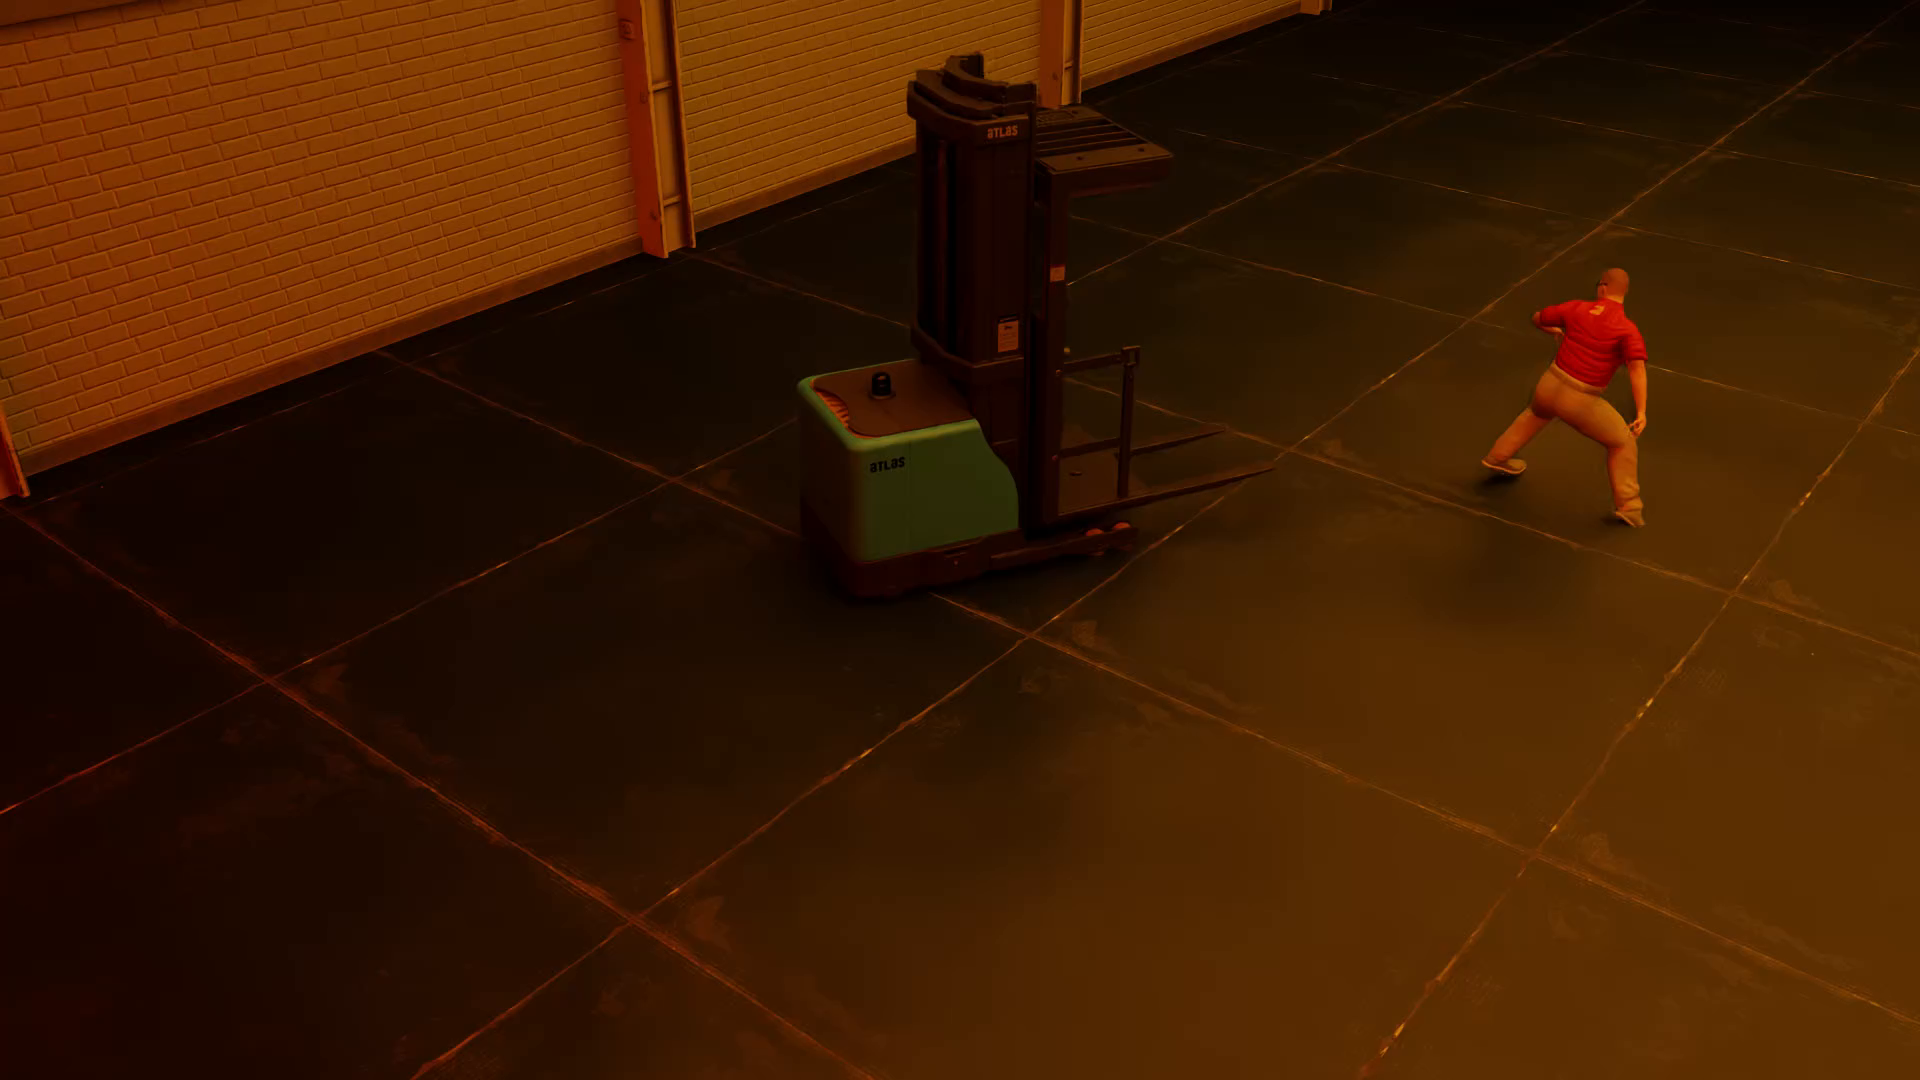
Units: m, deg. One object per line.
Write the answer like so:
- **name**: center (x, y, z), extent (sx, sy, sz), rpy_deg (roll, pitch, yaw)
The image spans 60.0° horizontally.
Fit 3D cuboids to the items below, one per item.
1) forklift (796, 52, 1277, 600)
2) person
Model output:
- **forklift**: center (0.556, -1.397, 9.985), extent (3.031, 2.935, 1.130), rpy_deg (-13, 33, -21)
- **person**: center (3.997, -0.885, 10.585), extent (0.565, 1.692, 1.120), rpy_deg (-18, 35, -27)
